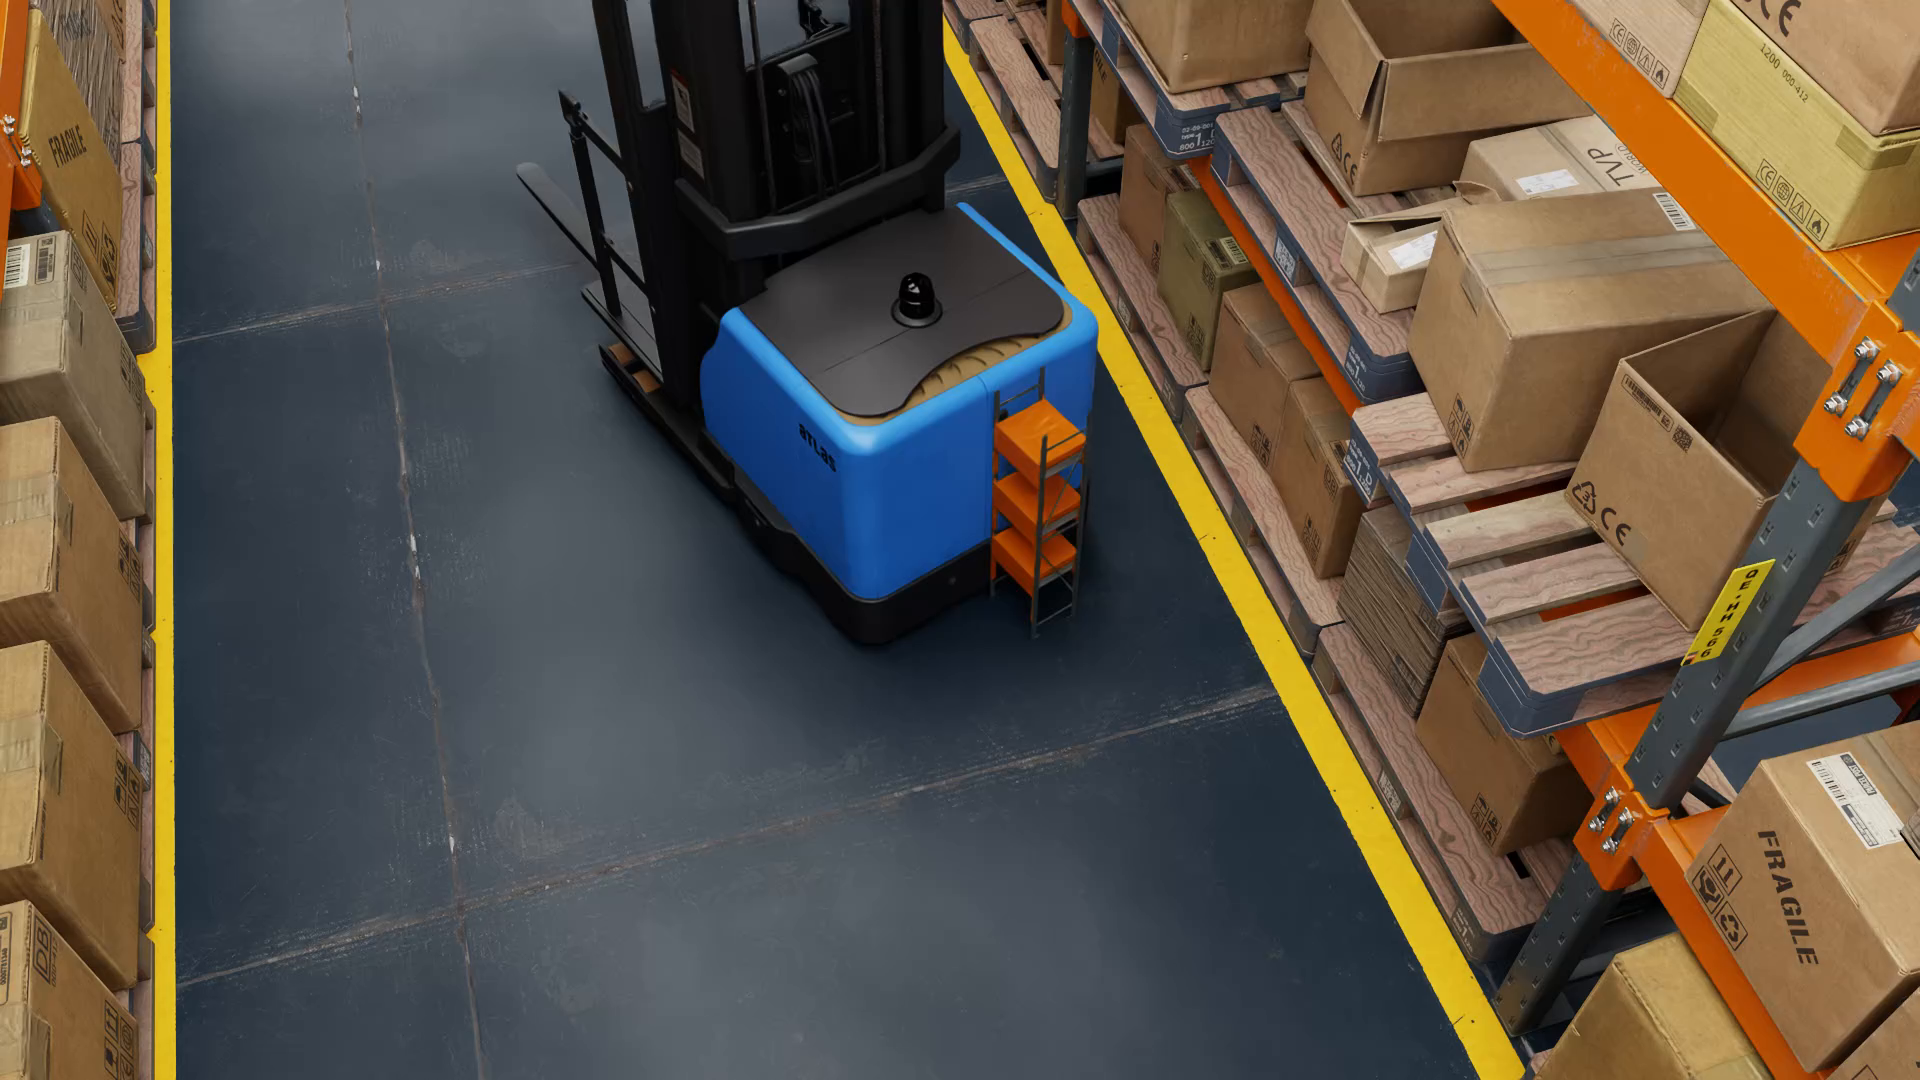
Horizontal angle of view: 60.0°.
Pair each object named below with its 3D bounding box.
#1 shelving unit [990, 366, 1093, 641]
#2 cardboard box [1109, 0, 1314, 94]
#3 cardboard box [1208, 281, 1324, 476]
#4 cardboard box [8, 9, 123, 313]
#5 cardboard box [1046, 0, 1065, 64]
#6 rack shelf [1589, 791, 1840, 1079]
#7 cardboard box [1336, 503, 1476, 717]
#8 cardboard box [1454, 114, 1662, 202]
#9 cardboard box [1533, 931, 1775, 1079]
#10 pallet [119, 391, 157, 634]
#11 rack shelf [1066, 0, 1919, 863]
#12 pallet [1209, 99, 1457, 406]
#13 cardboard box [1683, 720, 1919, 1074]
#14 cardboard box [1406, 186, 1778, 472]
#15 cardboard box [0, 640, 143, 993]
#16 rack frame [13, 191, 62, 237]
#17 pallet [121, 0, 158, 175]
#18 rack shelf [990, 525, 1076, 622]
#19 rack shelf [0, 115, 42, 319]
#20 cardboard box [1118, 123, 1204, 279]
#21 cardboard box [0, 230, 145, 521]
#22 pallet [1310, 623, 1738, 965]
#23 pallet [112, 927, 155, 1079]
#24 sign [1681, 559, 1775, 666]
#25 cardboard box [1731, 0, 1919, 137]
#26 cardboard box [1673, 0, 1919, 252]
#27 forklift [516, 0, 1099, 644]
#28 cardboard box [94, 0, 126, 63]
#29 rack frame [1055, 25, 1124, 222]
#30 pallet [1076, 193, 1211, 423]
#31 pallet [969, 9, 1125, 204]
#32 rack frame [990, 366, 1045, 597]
[{"bbox_3d":[0.264,-0.100,5.648,0.215,1.050,0.252,-29,56,-22],"label":"shelving unit"},{"bbox_3d":[1.028,-2.266,5.531,1.000,1.000,1.000,-13,51,-11],"label":"cardboard box"},{"bbox_3d":[1.376,-0.671,6.201,0.700,0.500,0.500,-17,52,-14],"label":"cardboard box"},{"bbox_3d":[-3.961,-1.427,6.606,0.875,0.875,0.875,-13,51,-10],"label":"cardboard box"},{"bbox_3d":[0.670,-2.597,7.837,0.500,0.500,0.500,1,50,1],"label":"cardboard box"},{"bbox_3d":[2.701,2.065,3.018,1.077,0.370,4.000,-13,51,-11],"label":"rack shelf"},{"bbox_3d":[1.716,0.149,5.509,0.700,0.500,0.500,-17,52,-14],"label":"cardboard box"},{"bbox_3d":[1.833,-0.991,4.947,0.500,0.250,0.500,-15,51,-12],"label":"cardboard box"},{"bbox_3d":[2.294,1.431,4.197,1.225,0.875,0.875,-15,52,-13],"label":"cardboard box"},{"bbox_3d":[-3.541,-0.056,6.159,1.003,0.211,1.213,-13,51,-11],"label":"pallet"},{"bbox_3d":[1.518,-0.856,5.481,1.077,0.370,4.000,-13,51,-11],"label":"rack shelf"},{"bbox_3d":[1.485,-1.002,5.259,1.003,0.211,1.213,-13,51,-11],"label":"pallet"},{"bbox_3d":[1.993,0.757,3.585,0.500,0.500,0.500,-12,51,-10],"label":"cardboard box"},{"bbox_3d":[1.651,-0.566,4.425,0.700,0.500,0.500,-7,50,-6],"label":"cardboard box"},{"bbox_3d":[-3.014,0.907,4.720,1.050,0.750,0.750,-13,51,-10],"label":"cardboard box"},{"bbox_3d":[-3.842,-1.501,5.554,1.000,3.000,0.127,-13,51,-11],"label":"rack frame"},{"bbox_3d":[-4.356,-2.068,7.856,1.003,0.211,1.213,-13,51,-11],"label":"pallet"},{"bbox_3d":[0.264,0.086,5.869,0.215,0.259,0.240,-29,56,-22],"label":"rack shelf"},{"bbox_3d":[-3.250,0.191,4.597,1.077,0.370,4.000,-13,51,-11],"label":"rack shelf"},{"bbox_3d":[1.088,-1.432,6.842,0.700,0.500,0.500,-17,52,-14],"label":"cardboard box"},{"bbox_3d":[-3.572,-0.479,5.888,1.050,0.750,0.750,-14,51,-11],"label":"cardboard box"},{"bbox_3d":[1.880,0.700,5.522,1.003,0.211,1.213,-13,51,-11],"label":"pallet"},{"bbox_3d":[-2.820,1.726,4.657,1.003,0.211,1.213,-13,51,-11],"label":"pallet"},{"bbox_3d":[1.594,0.154,3.453,0.100,0.325,0.005,-13,51,-11],"label":"sign"},{"bbox_3d":[1.729,-1.080,2.844,0.500,0.500,0.500,-12,51,-10],"label":"cardboard box"},{"bbox_3d":[1.735,-0.838,3.131,0.500,0.250,0.500,-13,51,-11],"label":"cardboard box"},{"bbox_3d":[-0.800,-1.669,5.740,1.130,2.935,3.031,-29,56,-22],"label":"forklift"},{"bbox_3d":[-4.499,-2.751,7.722,0.875,0.875,0.875,-14,51,-12],"label":"cardboard box"},{"bbox_3d":[0.927,-2.549,6.437,1.000,3.000,0.127,-13,51,-11],"label":"rack frame"},{"bbox_3d":[1.158,-1.082,7.024,1.003,0.211,1.213,-13,51,-11],"label":"pallet"},{"bbox_3d":[0.694,-2.133,7.910,1.003,0.211,1.213,-13,51,-11],"label":"pallet"},{"bbox_3d":[0.192,-0.176,5.711,0.200,1.050,0.008,-29,56,-22],"label":"rack frame"}]
